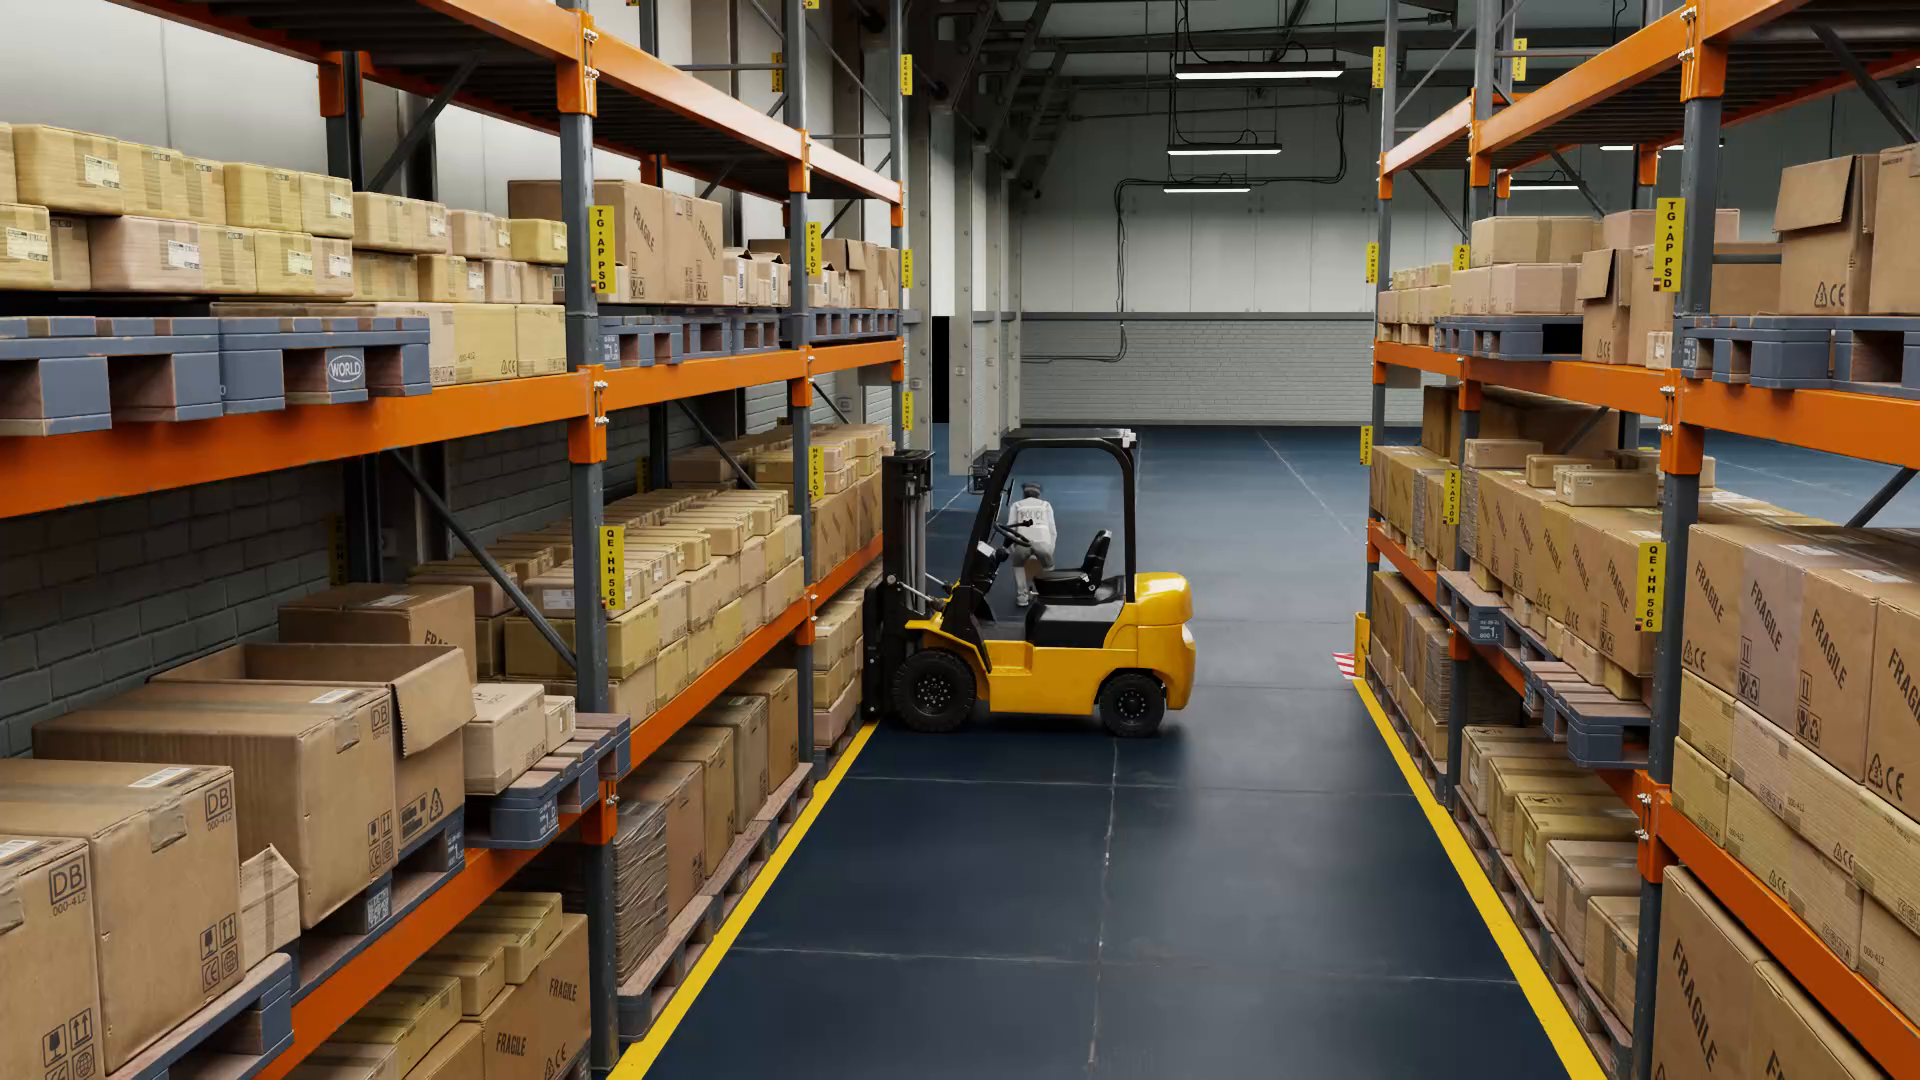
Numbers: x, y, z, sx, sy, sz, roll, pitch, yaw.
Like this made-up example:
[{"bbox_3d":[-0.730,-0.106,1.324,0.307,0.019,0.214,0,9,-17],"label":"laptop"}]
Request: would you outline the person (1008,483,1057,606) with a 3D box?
[{"bbox_3d":[0.741,0.051,17.430,0.532,1.266,0.761,1,8,6],"label":"person"}]
